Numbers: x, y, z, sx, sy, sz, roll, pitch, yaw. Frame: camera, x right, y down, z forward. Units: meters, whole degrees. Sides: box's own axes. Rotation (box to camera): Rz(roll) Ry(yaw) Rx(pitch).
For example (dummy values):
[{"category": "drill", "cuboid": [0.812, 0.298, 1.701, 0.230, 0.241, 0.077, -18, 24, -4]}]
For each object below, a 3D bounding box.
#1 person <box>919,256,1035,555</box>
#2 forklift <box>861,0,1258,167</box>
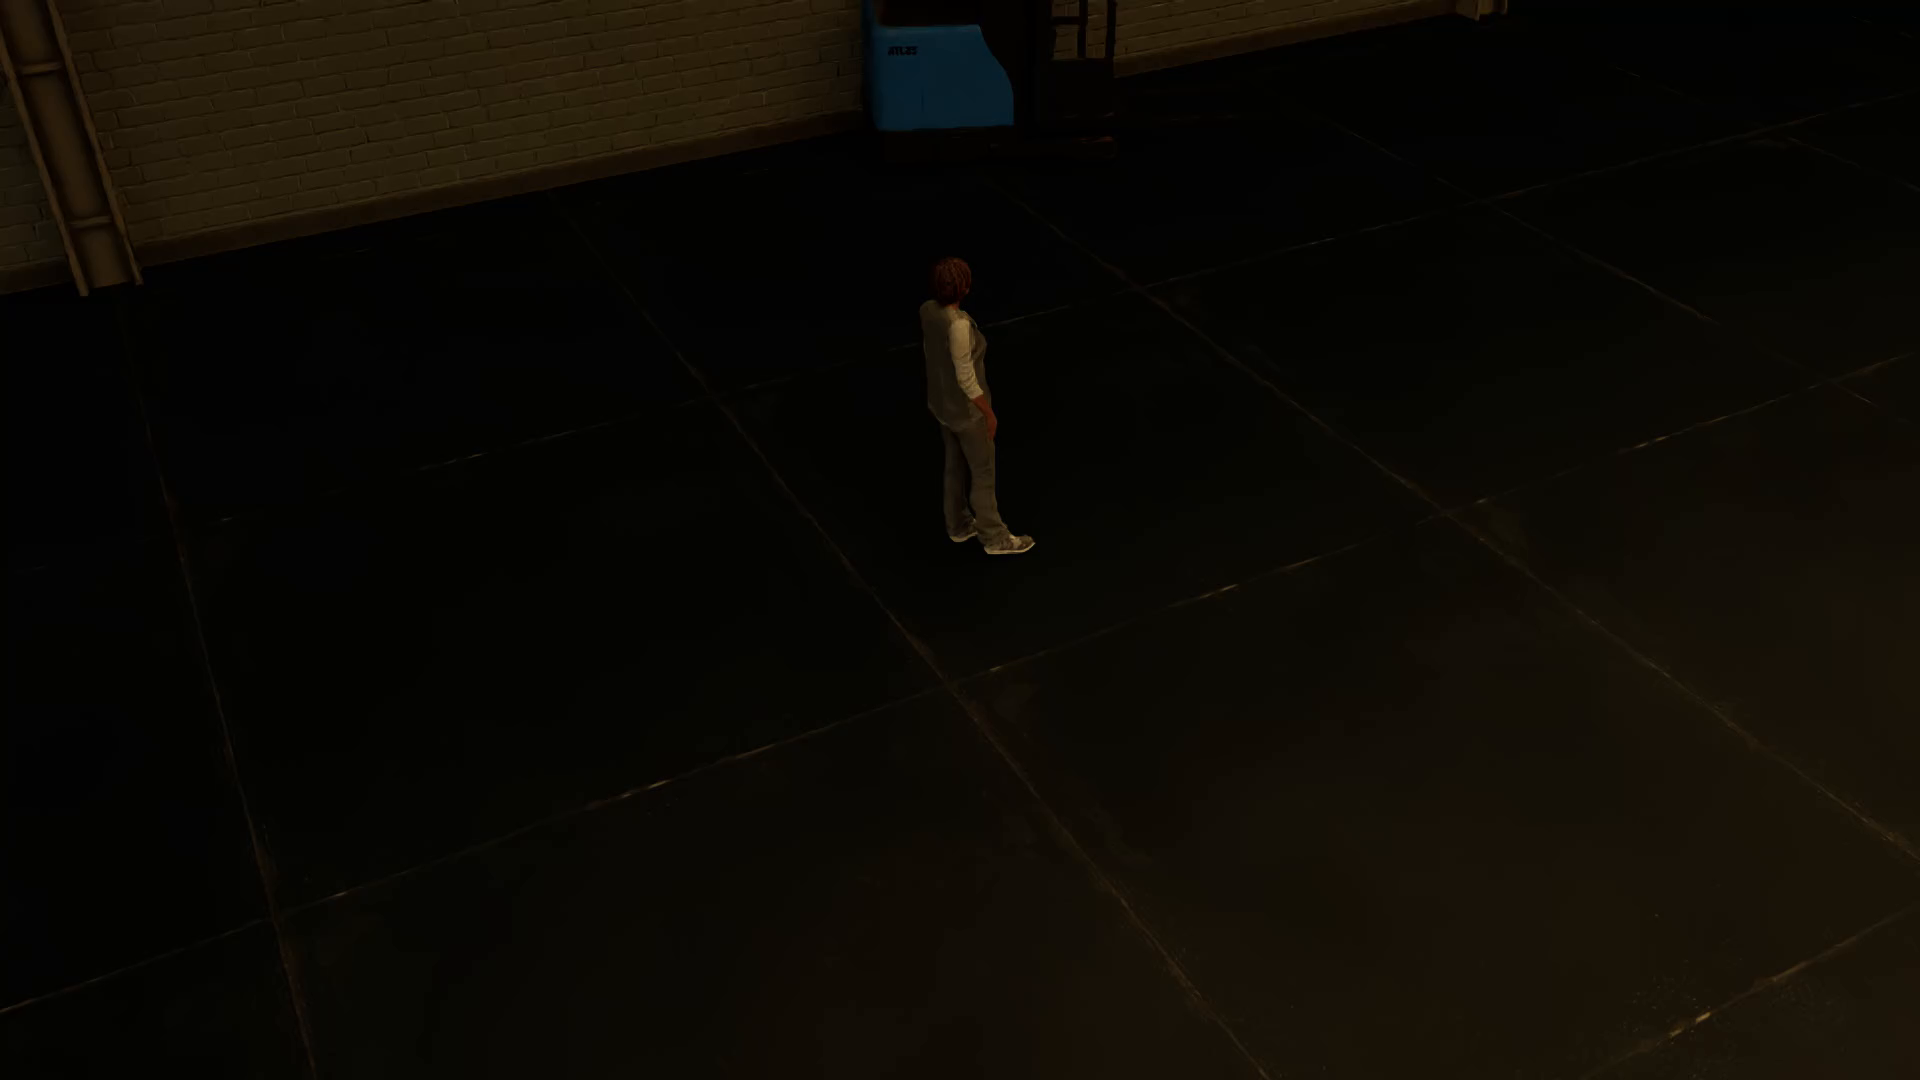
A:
[{"category": "person", "cuboid": [0.072, -0.671, 8.216, 0.474, 1.597, 0.521, -17, 39, -23]}, {"category": "forklift", "cuboid": [0.783, -4.412, 12.365, 3.031, 2.935, 1.130, -5, 36, -7]}]
